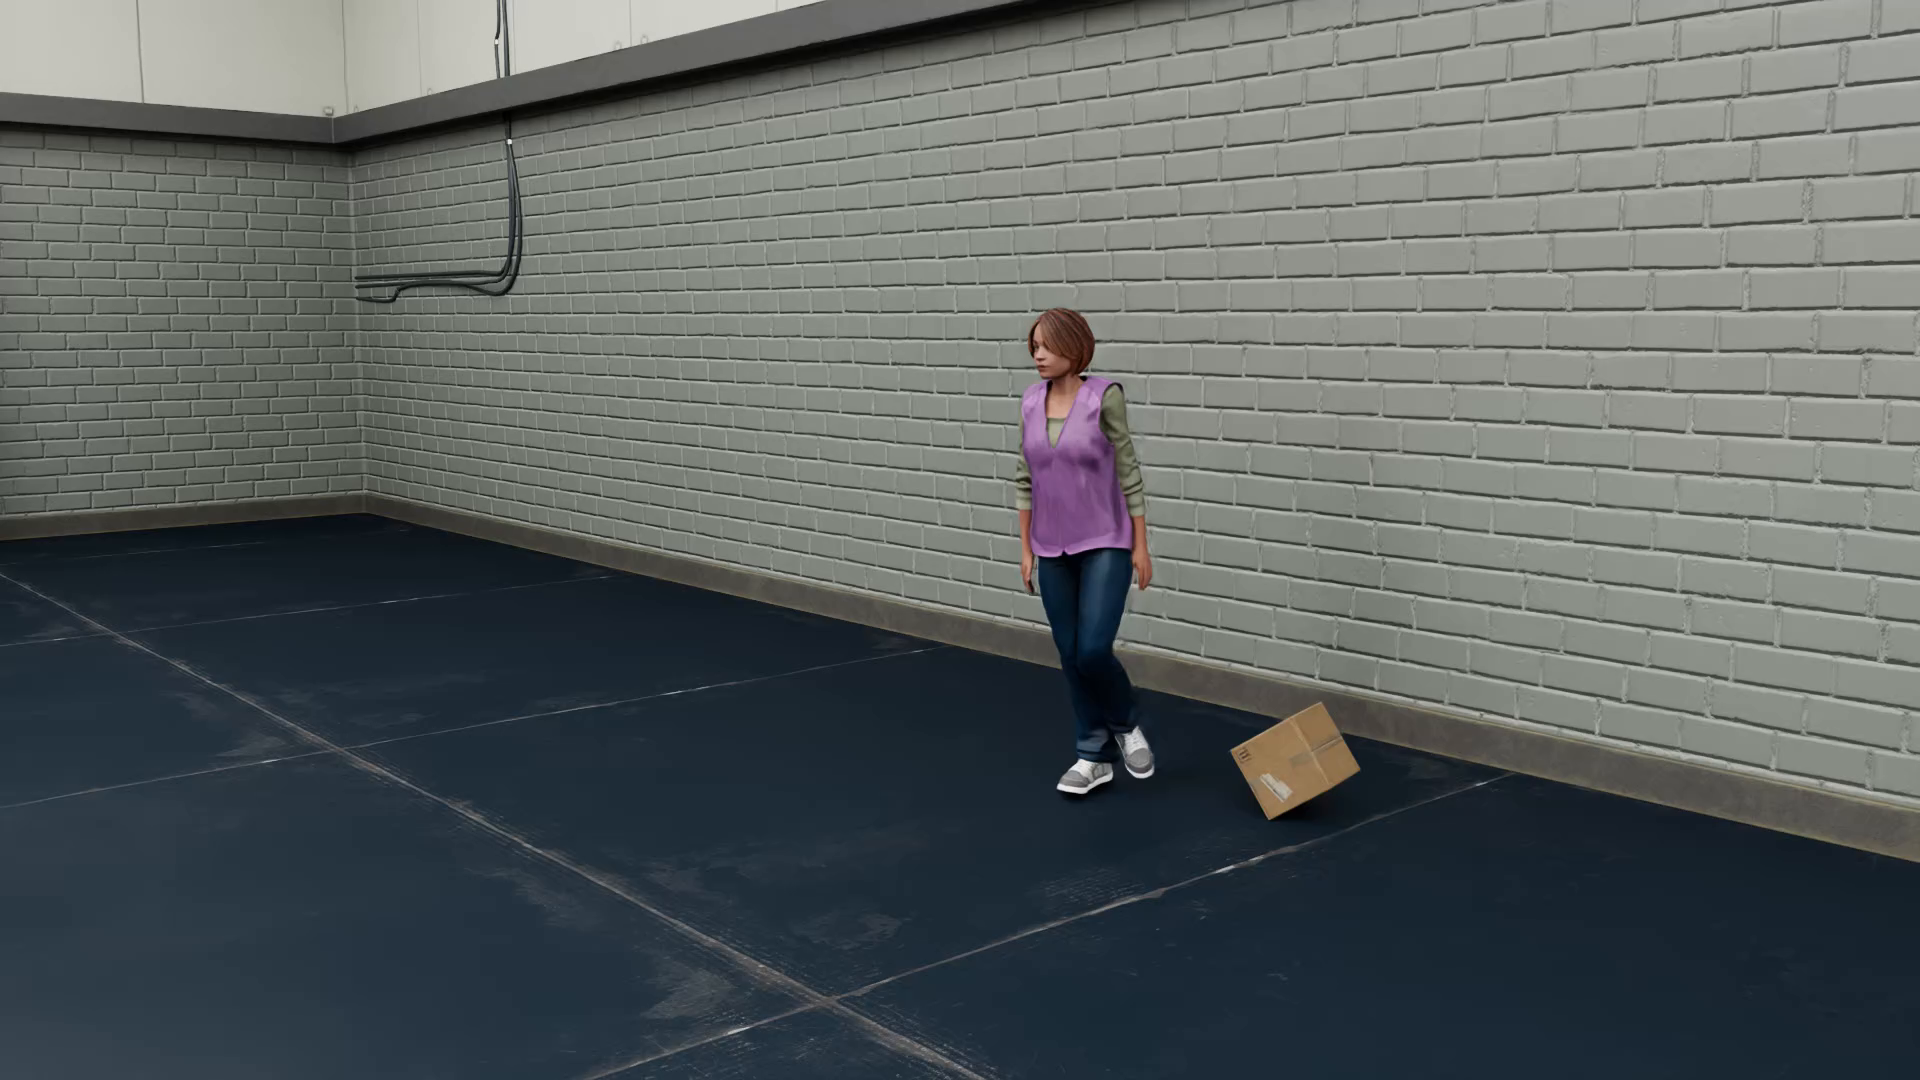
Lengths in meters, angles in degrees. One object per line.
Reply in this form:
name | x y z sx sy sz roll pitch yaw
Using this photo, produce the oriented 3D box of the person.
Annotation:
person | 0.400 0.060 5.401 0.465 1.558 0.421 5 9 33
